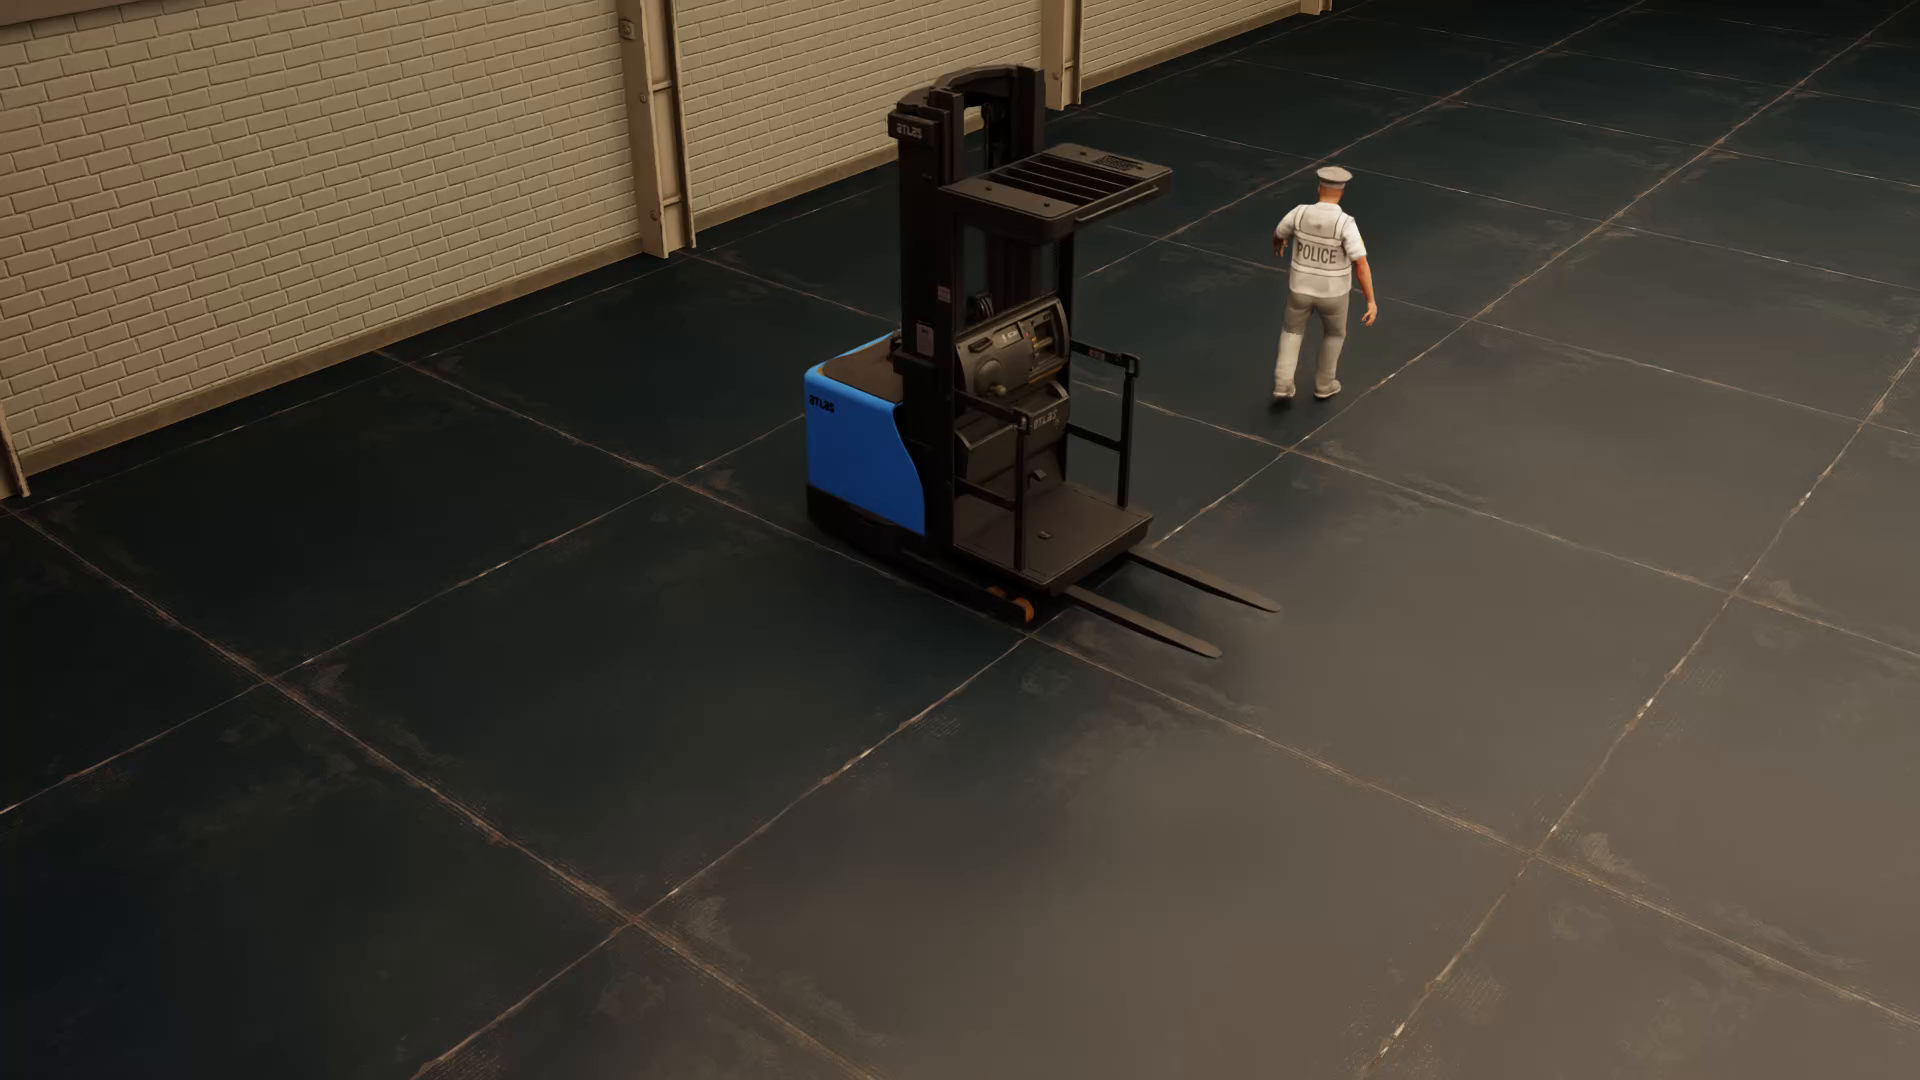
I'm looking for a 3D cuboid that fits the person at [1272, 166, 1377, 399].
[{"bbox_3d":[2.584,-1.798,11.876,0.909,1.729,0.715,15,33,23],"label":"person"}]

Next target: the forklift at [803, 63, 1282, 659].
[{"bbox_3d":[0.464,-1.065,9.417,3.031,2.935,1.130,24,38,35],"label":"forklift"}]
